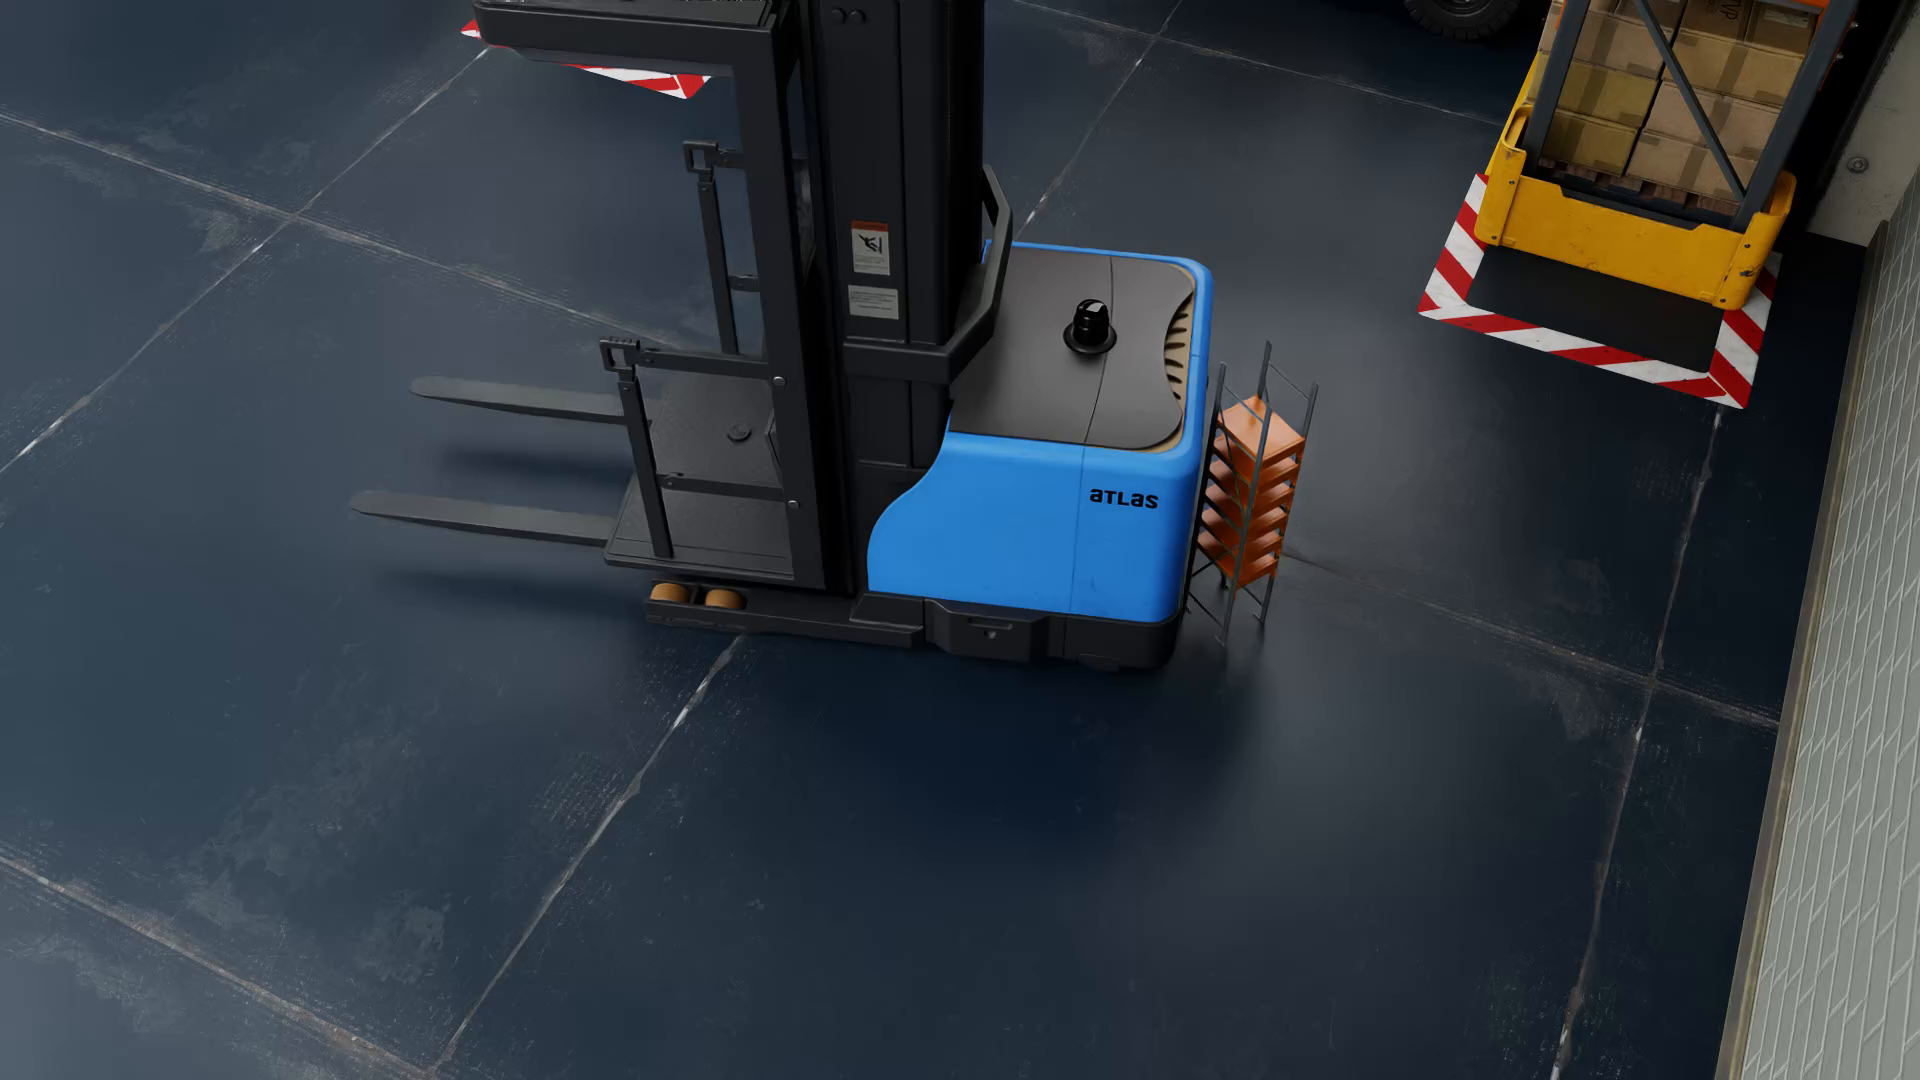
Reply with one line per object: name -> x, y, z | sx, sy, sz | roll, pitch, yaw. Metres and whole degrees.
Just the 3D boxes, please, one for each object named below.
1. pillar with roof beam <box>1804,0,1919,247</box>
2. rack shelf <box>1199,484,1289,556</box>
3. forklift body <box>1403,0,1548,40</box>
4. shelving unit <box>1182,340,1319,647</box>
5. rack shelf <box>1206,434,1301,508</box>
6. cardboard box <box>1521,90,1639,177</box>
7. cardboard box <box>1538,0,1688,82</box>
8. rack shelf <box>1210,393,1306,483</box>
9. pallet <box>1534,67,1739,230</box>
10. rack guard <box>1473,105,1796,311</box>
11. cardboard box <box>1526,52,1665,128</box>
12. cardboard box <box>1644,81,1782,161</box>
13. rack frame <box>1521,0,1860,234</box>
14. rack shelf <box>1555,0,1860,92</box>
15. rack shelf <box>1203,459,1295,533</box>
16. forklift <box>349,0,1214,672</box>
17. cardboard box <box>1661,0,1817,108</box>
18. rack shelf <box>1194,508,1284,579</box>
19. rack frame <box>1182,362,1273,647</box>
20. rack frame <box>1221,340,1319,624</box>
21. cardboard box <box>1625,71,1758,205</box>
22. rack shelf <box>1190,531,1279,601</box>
pillar with roof beam -> 0.100, -5.788, 5.267 | 9.100, 9.000, 0.400 | 20, 52, 16
rack shelf -> 0.952, -0.095, 5.601 | 0.180, 0.103, 0.258 | -26, 55, -21
forklift body -> 2.041, -3.882, 8.141 | 2.313, 2.155, 1.214 | 20, 52, 16
shelving unit -> 0.952, -0.124, 5.568 | 0.189, 1.200, 0.258 | -26, 55, -21
rack shelf -> 0.952, -0.251, 5.419 | 0.180, 0.103, 0.258 | -26, 55, -21
cardboard box -> 2.795, -1.929, 7.451 | 0.500, 0.250, 0.500 | 20, 53, 16
cardboard box -> 2.795, -2.245, 7.064 | 0.500, 0.250, 0.500 | 21, 53, 17
rack shelf -> 0.952, -0.328, 5.327 | 0.180, 0.103, 0.258 | -26, 55, -21
pallet -> 3.169, -1.894, 7.723 | 1.003, 0.211, 1.213 | 20, 52, 16
rack guard -> 2.870, -1.431, 7.139 | 1.175, 0.500, 0.348 | 20, 52, 16
cardboard box -> 2.806, -2.101, 7.270 | 0.500, 0.250, 0.500 | 19, 52, 16
cardboard box -> 3.269, -1.921, 7.116 | 0.500, 0.250, 0.500 | 21, 53, 17
rack frame -> 2.880, -2.257, 6.201 | 1.000, 3.000, 0.127 | 20, 52, 16
rack shelf -> 3.735, -3.401, 7.647 | 1.077, 0.370, 4.000 | 20, 52, 16
rack shelf -> 0.952, -0.173, 5.510 | 0.180, 0.103, 0.258 | -26, 55, -21
forklift -> -0.685, -1.011, 5.186 | 3.031, 2.935, 1.130 | 6, 50, 5
cardboard box -> 3.257, -2.096, 6.937 | 0.500, 0.250, 0.500 | 19, 52, 16
rack shelf -> 0.952, -0.017, 5.693 | 0.180, 0.103, 0.258 | -26, 55, -21
rack frame -> 0.876, -0.086, 5.535 | 0.006, 1.200, 0.240 | -26, 55, -21
rack frame -> 1.029, -0.162, 5.600 | 0.006, 1.200, 0.240 | -26, 55, -21
cardboard box -> 3.267, -1.777, 7.322 | 0.500, 0.250, 0.500 | 20, 52, 16
rack shelf -> 0.952, 0.060, 5.784 | 0.180, 0.103, 0.258 | -26, 55, -21
